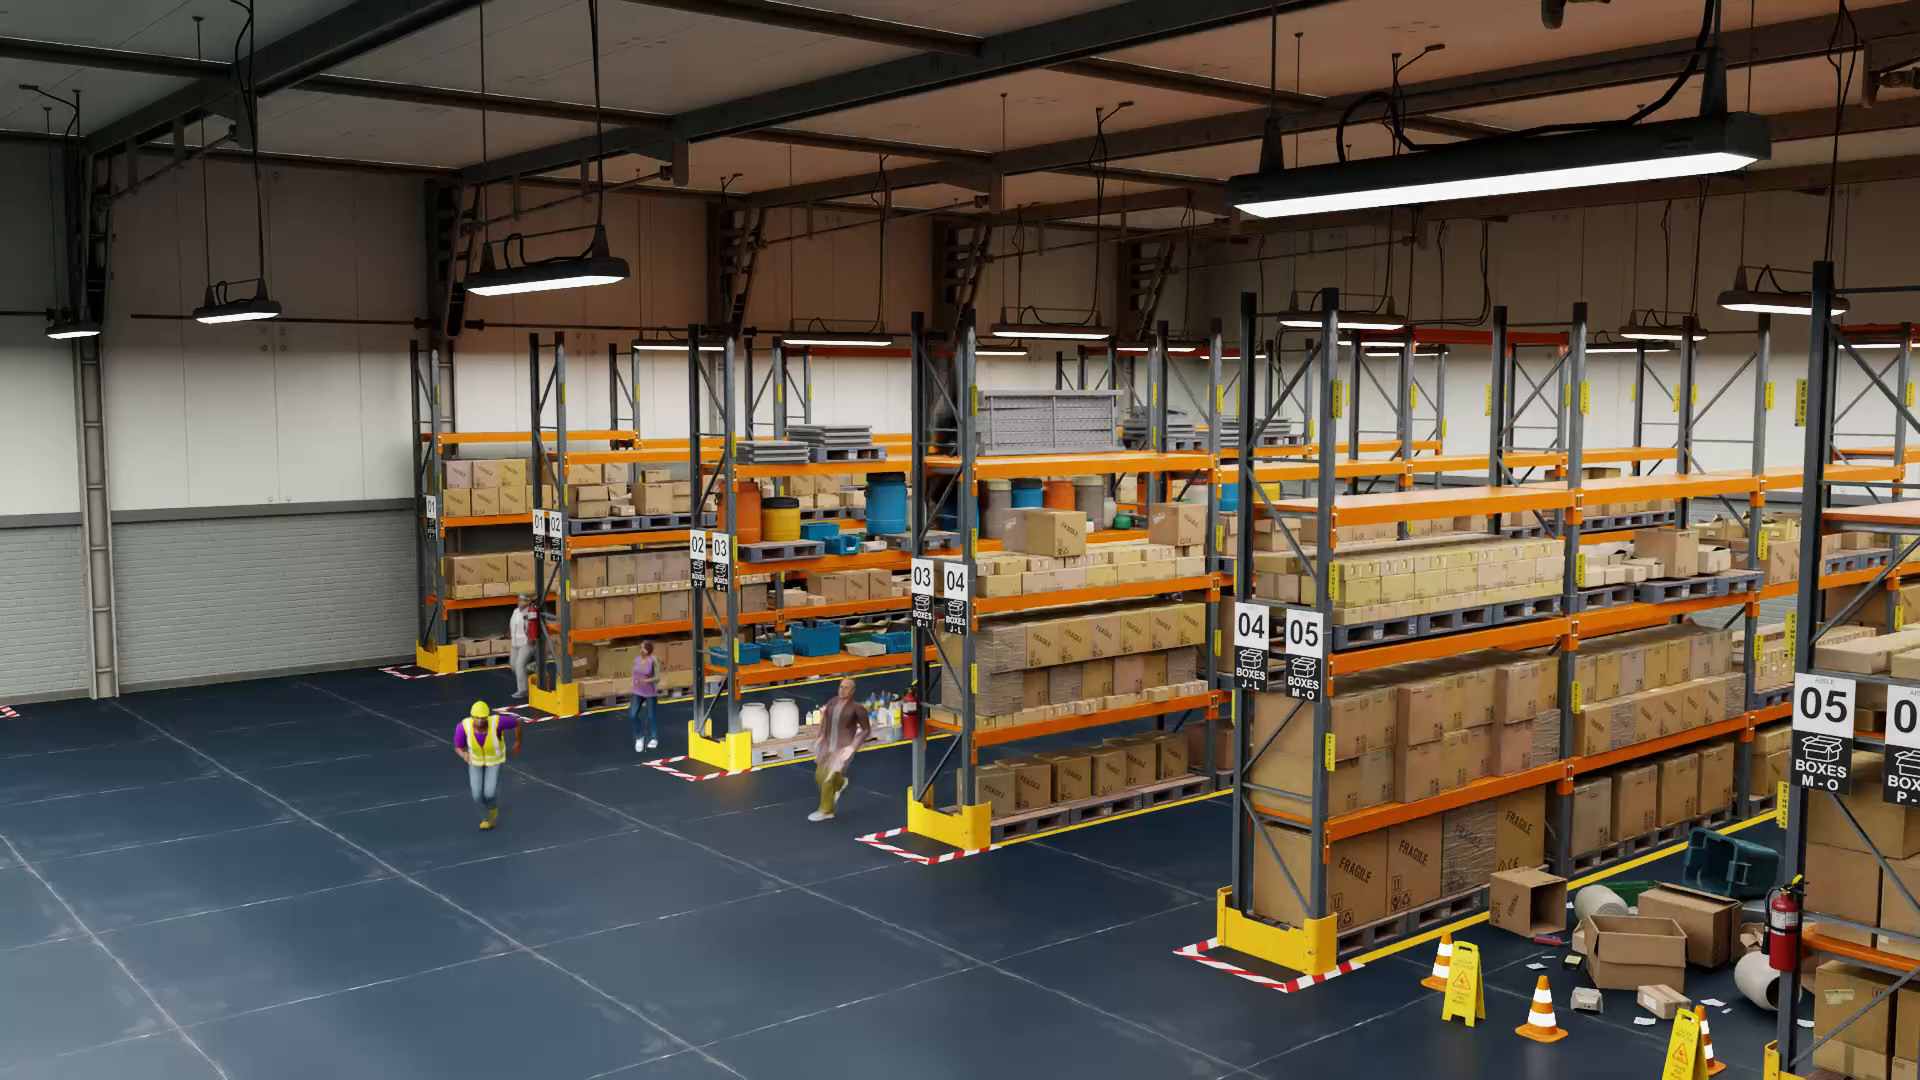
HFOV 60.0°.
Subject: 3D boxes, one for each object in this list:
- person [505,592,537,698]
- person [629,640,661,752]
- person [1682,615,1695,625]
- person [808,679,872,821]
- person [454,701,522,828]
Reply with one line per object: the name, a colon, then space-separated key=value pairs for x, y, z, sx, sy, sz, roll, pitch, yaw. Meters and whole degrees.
person: x=-7.261 y=1.726 z=27.806 sx=0.672 sy=1.750 sz=0.775 roll=3 pitch=6 yaw=28
person: x=-4.452 y=2.199 z=23.434 sx=0.508 sy=1.593 sz=0.663 roll=1 pitch=5 yaw=10
person: x=11.401 y=1.982 z=25.979 sx=0.794 sy=1.609 sz=0.556 roll=-3 pitch=6 yaw=-33
person: x=-1.403 y=2.513 z=19.778 sx=0.750 sy=1.648 sz=0.654 roll=4 pitch=6 yaw=34
person: x=-5.426 y=2.601 z=19.162 sx=0.737 sy=1.586 sz=0.862 roll=-1 pitch=5 yaw=-7
